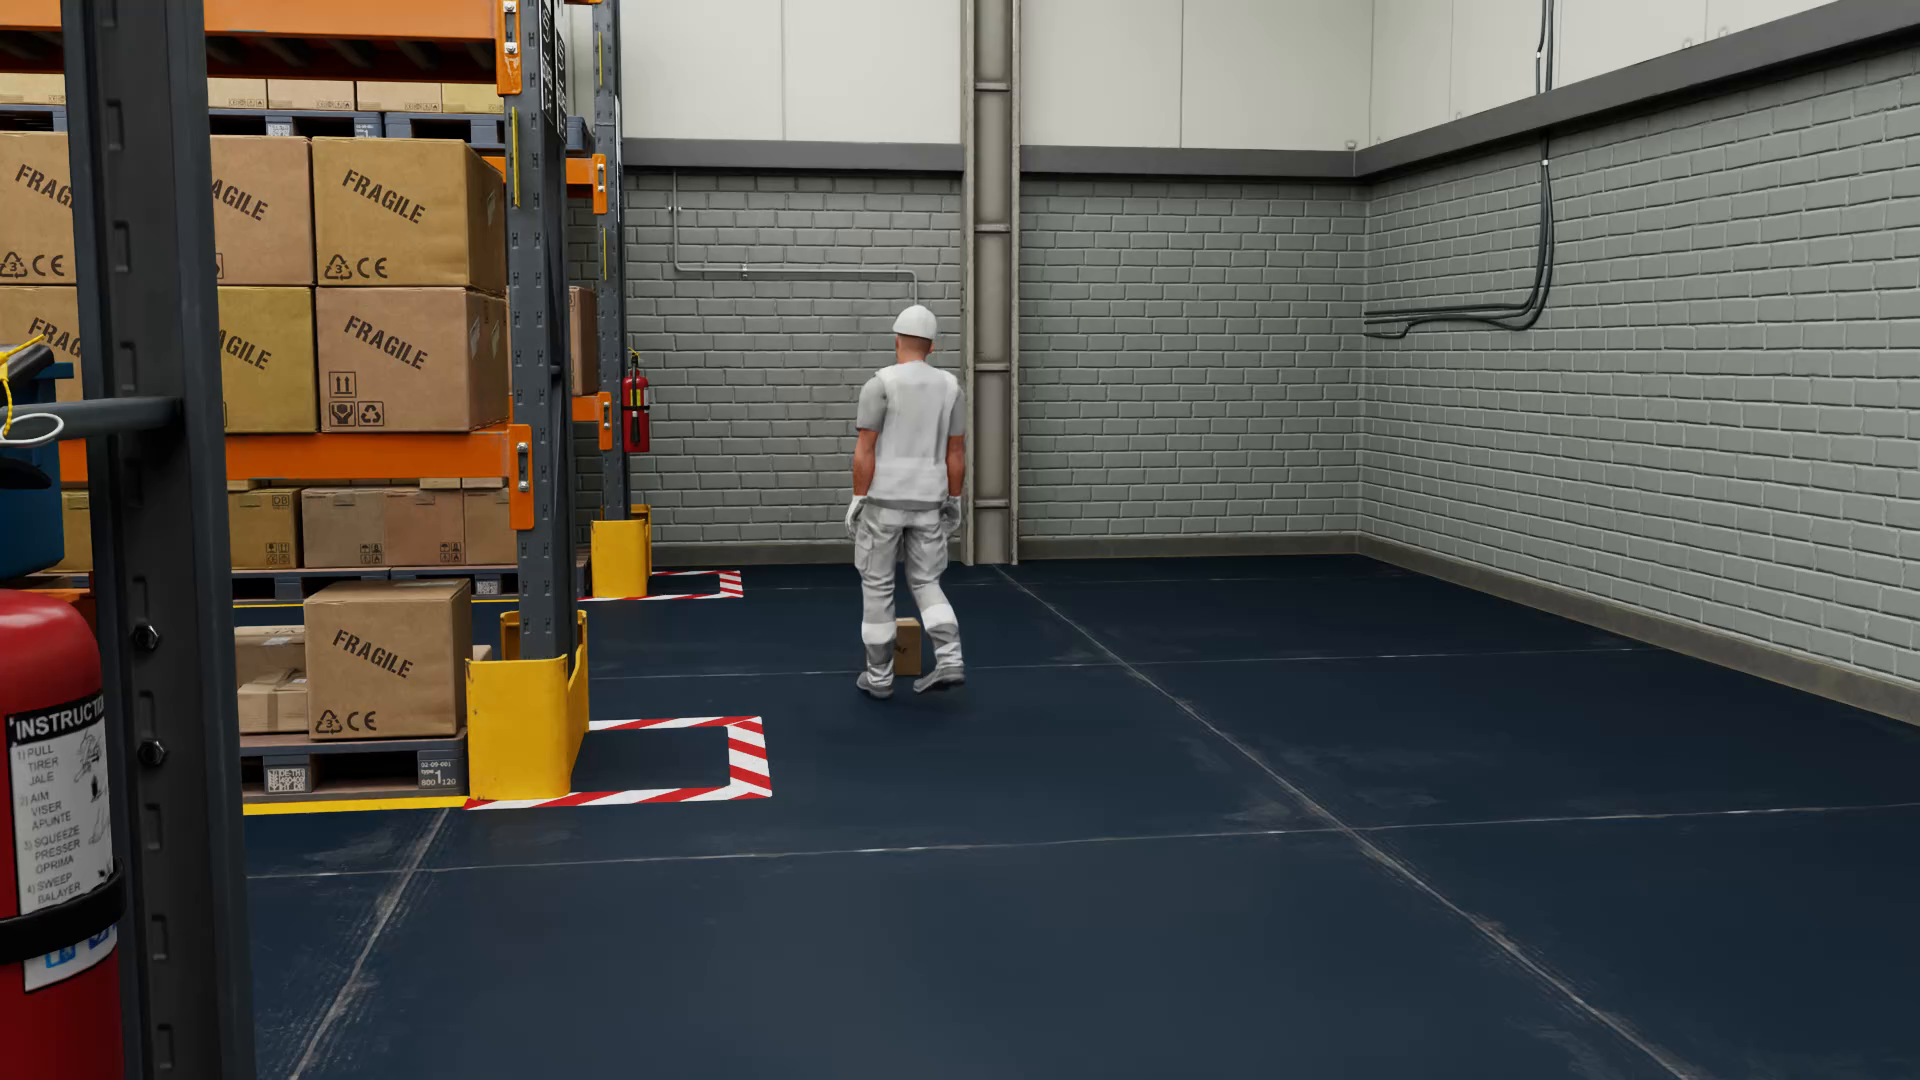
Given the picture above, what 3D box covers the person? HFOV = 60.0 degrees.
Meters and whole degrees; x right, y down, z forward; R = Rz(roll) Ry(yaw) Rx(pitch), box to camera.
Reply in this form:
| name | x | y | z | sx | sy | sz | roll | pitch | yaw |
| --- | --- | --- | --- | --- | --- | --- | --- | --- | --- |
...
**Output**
| name | x | y | z | sx | sy | sz | roll | pitch | yaw |
| --- | --- | --- | --- | --- | --- | --- | --- | --- | --- |
| person | -0.257 | -0.161 | 7.488 | 0.585 | 1.782 | 0.670 | -3 | 7 | -23 |
